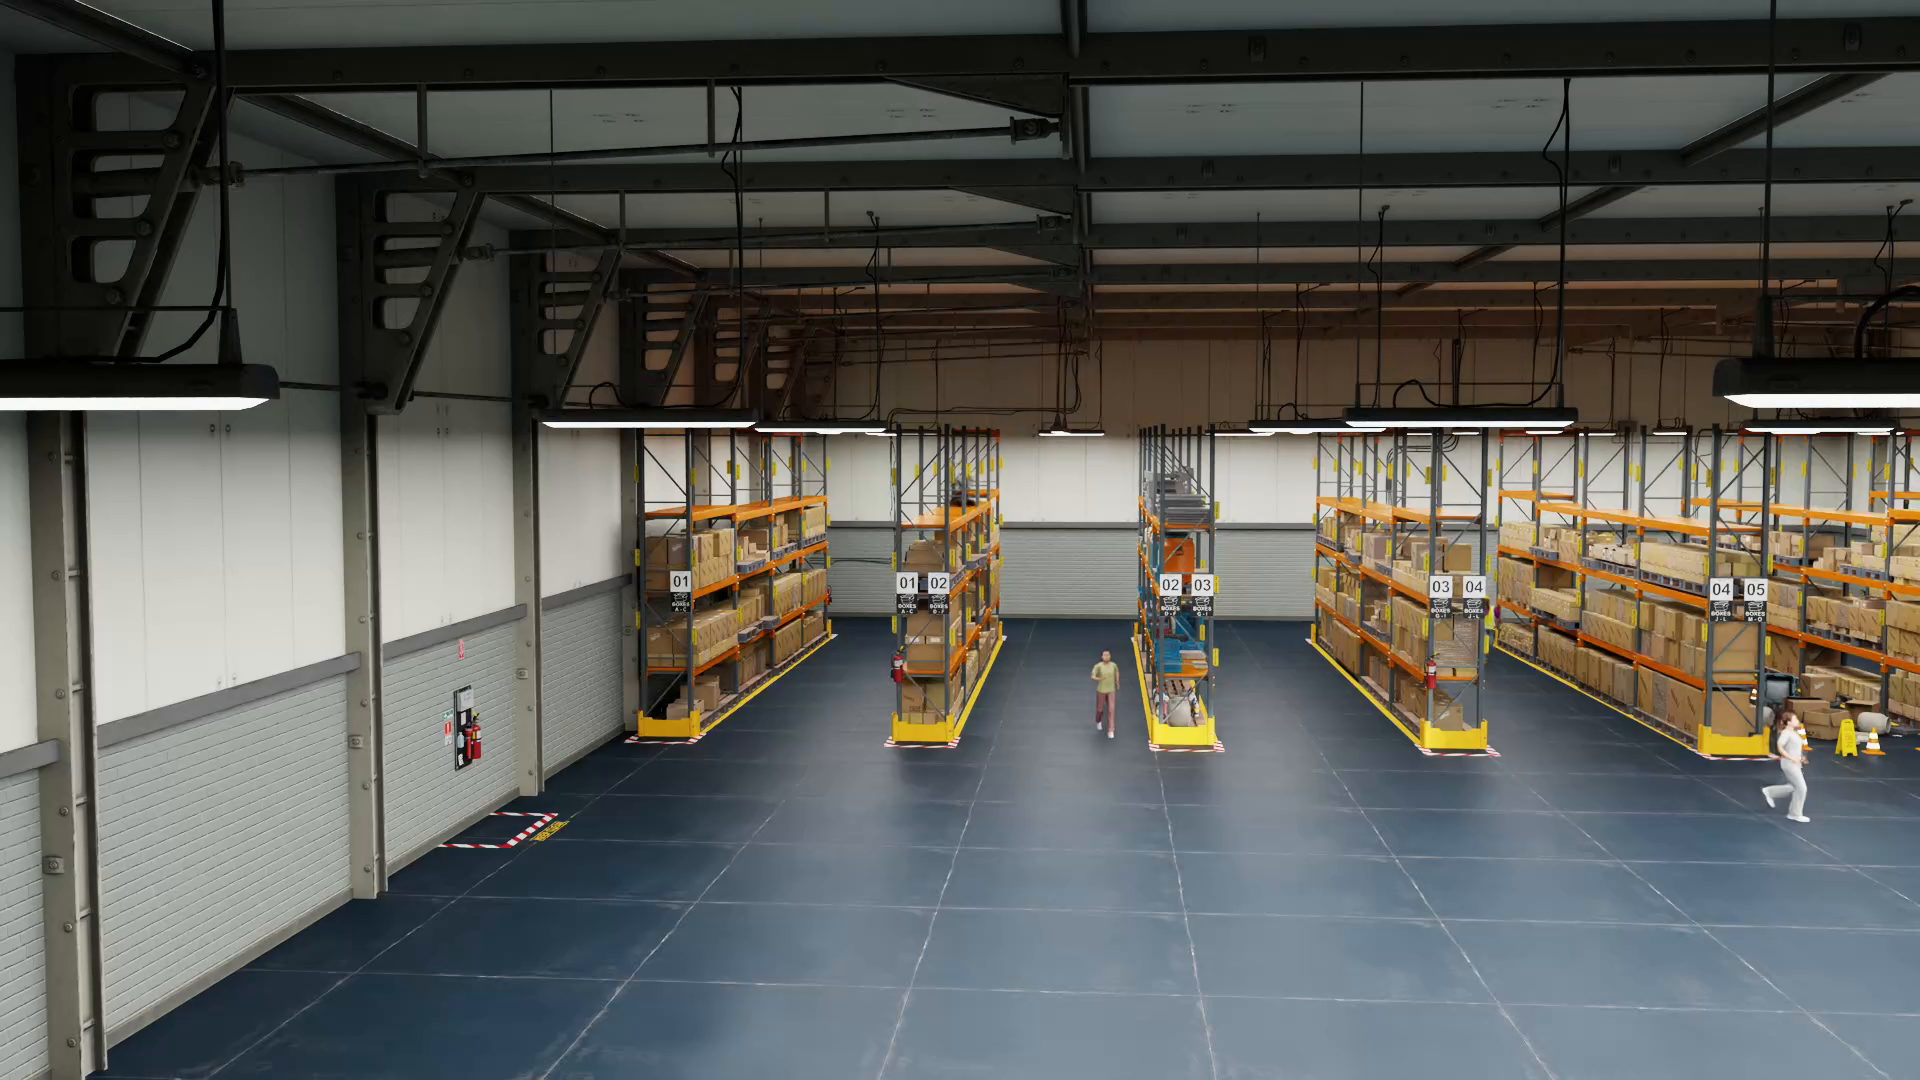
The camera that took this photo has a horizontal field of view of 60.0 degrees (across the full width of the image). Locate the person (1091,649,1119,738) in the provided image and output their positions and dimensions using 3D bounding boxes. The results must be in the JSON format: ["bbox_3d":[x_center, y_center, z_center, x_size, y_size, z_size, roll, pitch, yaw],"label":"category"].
[{"bbox_3d":[2.808,2.921,31.973,0.578,1.648,0.924,0,3,-5],"label":"person"}]

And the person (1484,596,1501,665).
[{"bbox_3d":[13.433,2.284,42.419,0.693,1.744,0.669,1,4,10],"label":"person"}]

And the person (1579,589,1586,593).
[{"bbox_3d":[16.740,2.139,44.770,0.696,1.726,0.671,0,3,-2],"label":"person"}]

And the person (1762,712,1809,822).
[{"bbox_3d":[12.410,3.356,25.017,0.628,1.566,0.565,3,4,36],"label":"person"}]
